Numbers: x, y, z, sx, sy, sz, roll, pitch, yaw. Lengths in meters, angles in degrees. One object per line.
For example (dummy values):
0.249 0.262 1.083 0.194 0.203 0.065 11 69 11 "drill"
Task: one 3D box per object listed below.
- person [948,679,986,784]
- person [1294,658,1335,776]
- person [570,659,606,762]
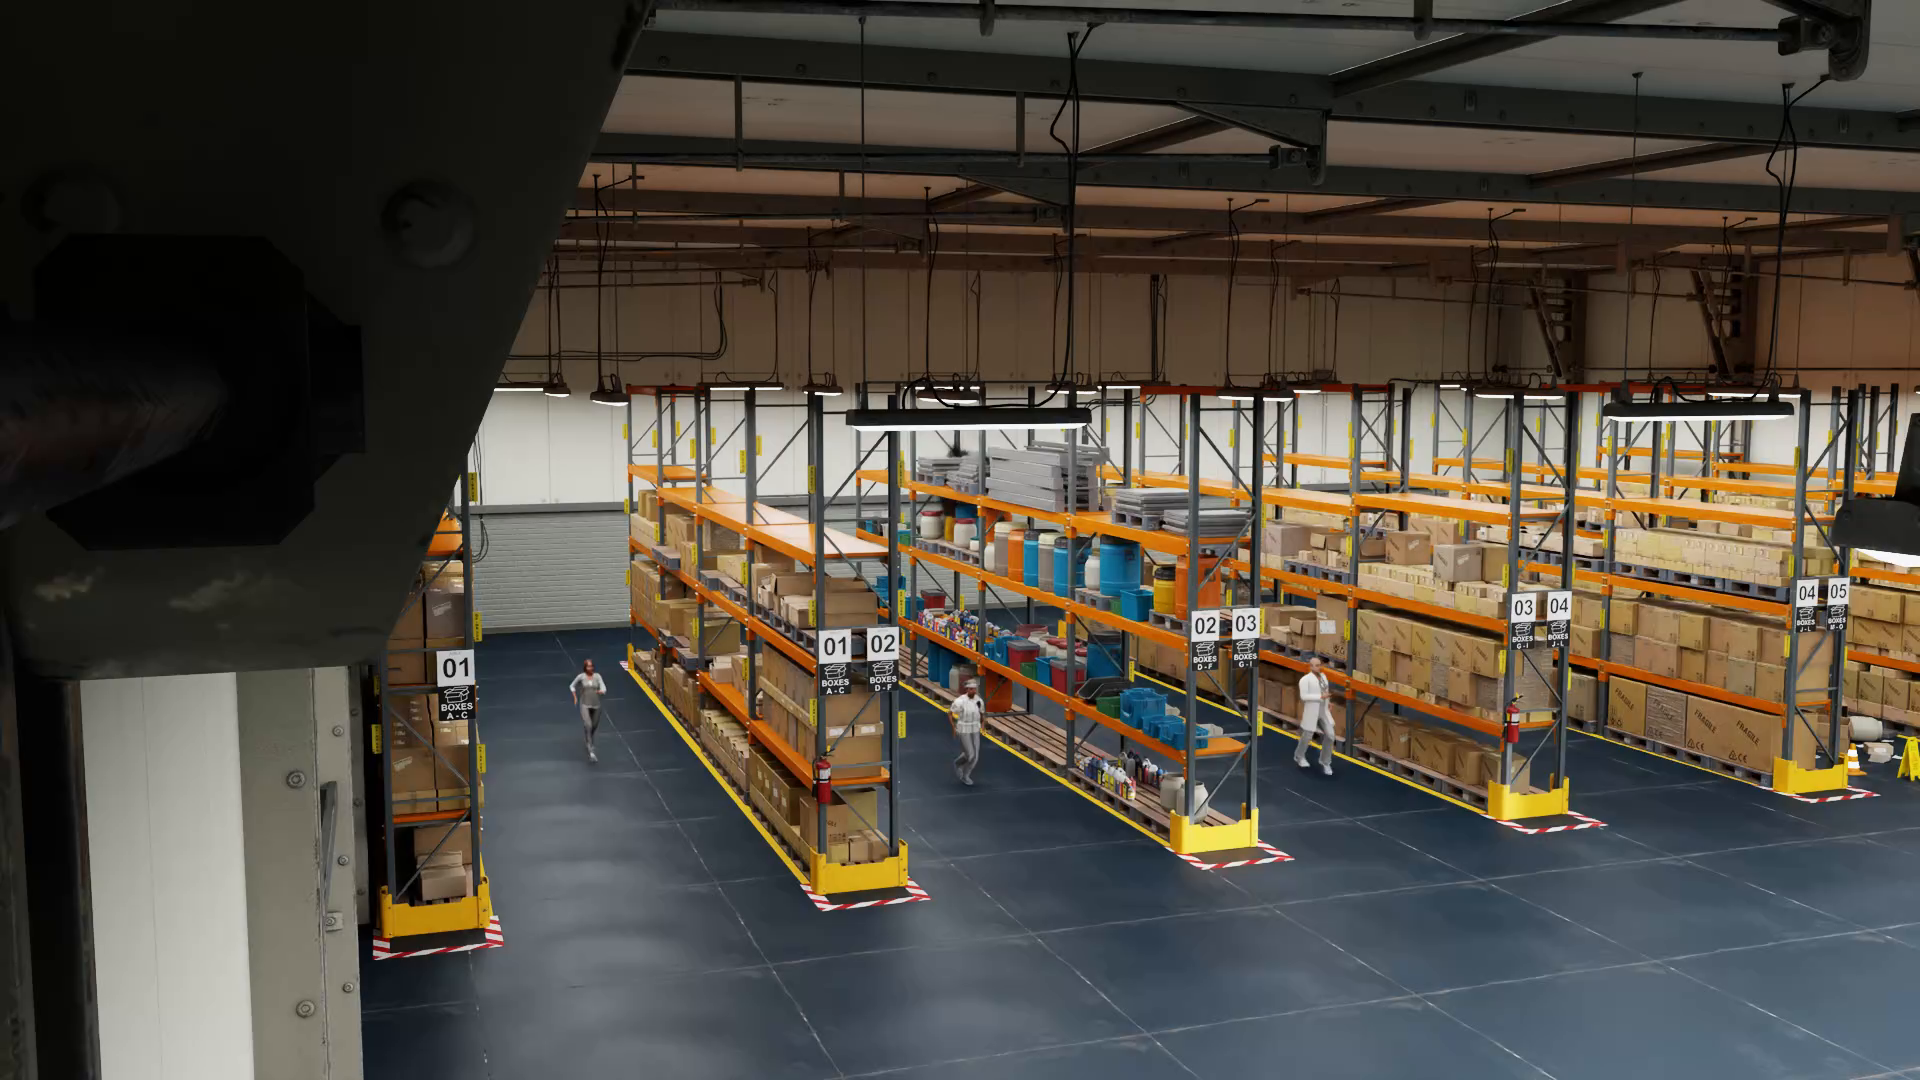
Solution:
0.153 2.912 25.225 0.559 1.644 0.586 -3 7 -26 "person"
5.564 2.762 26.071 0.661 1.850 0.841 -3 6 -24 "person"
-6.019 2.726 27.016 0.528 1.601 0.867 -3 7 -28 "person"
